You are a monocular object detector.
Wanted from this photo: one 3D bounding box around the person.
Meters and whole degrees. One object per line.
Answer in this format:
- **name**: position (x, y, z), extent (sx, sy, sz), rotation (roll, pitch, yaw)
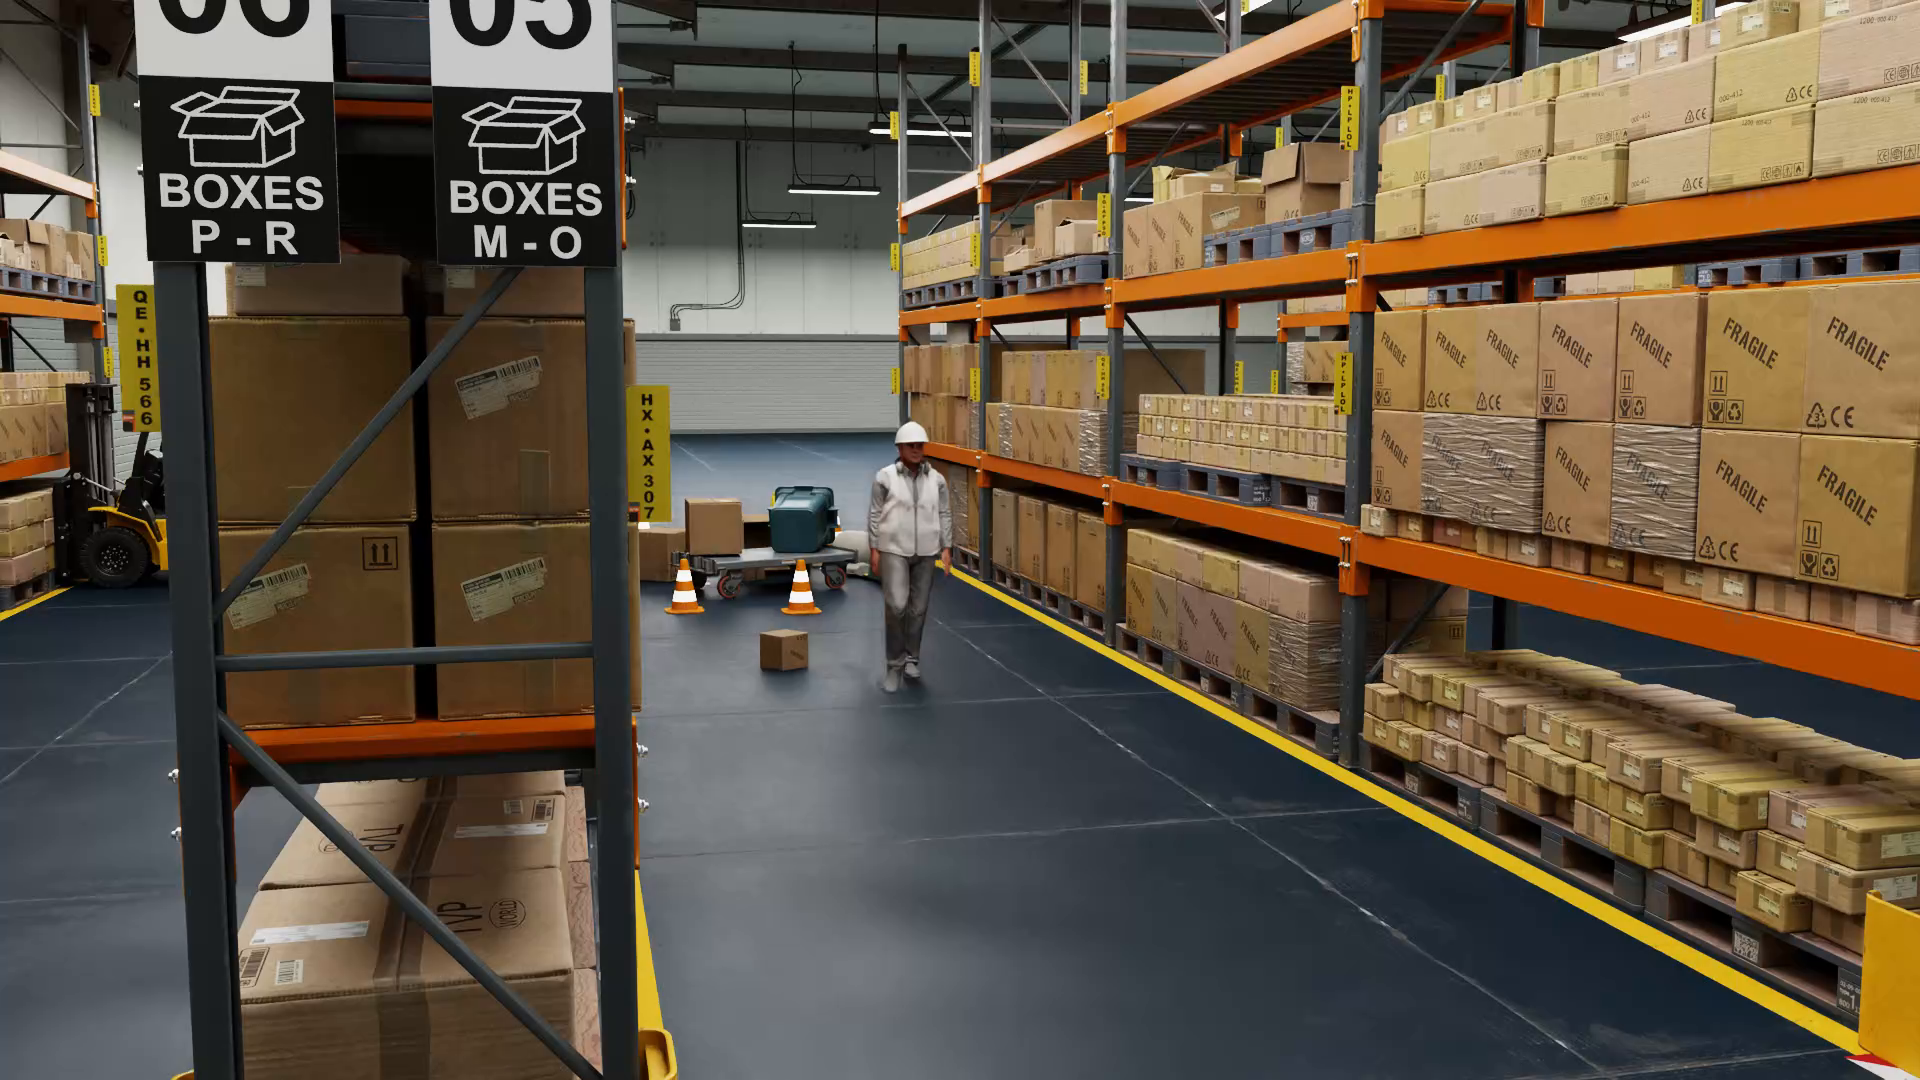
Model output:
- **person**: position (-0.336, 0.114, 11.308), extent (0.560, 1.830, 0.524), rotation (-2, 6, -20)
